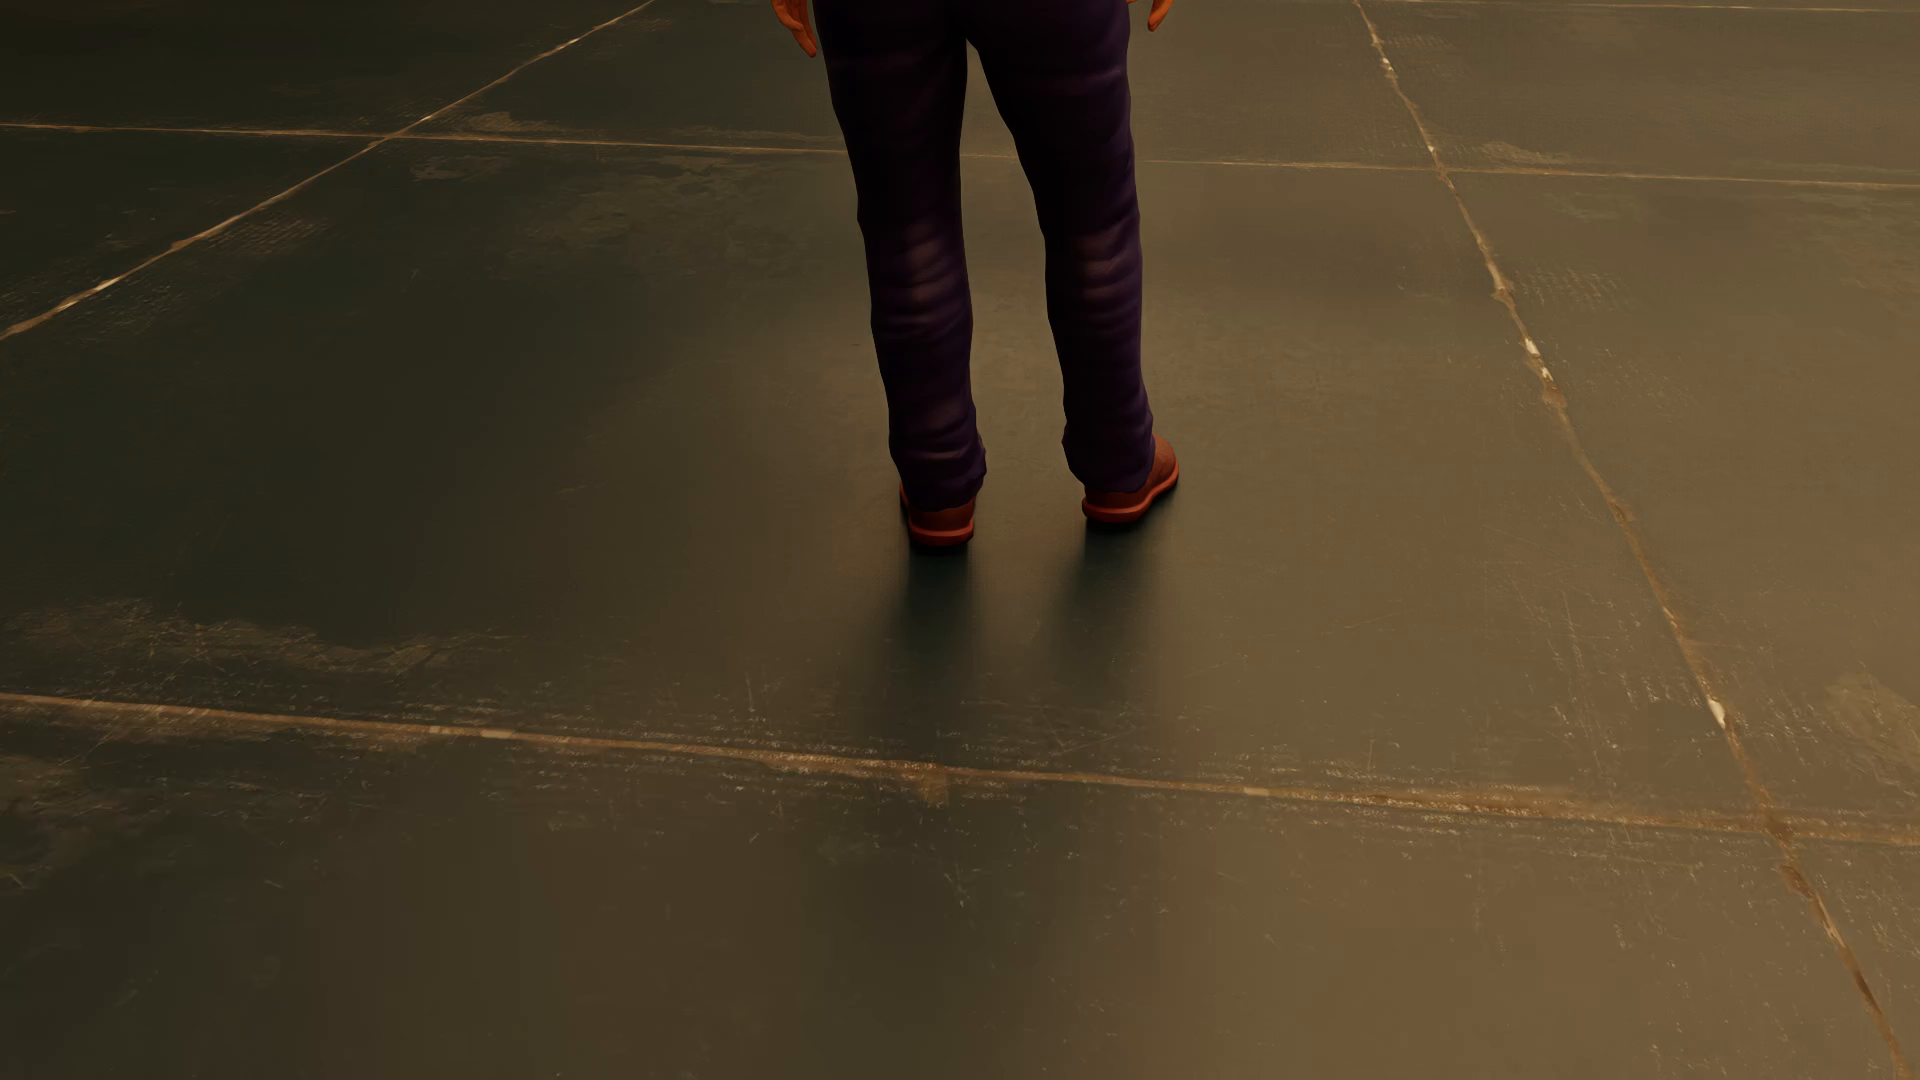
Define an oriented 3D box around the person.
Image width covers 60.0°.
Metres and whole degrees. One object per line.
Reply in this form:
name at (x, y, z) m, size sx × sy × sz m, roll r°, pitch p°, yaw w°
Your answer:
person at (0.035, -0.782, 2.206) m, size 0.598 × 1.651 × 0.502 m, roll 3°, pitch 27°, yaw 7°
